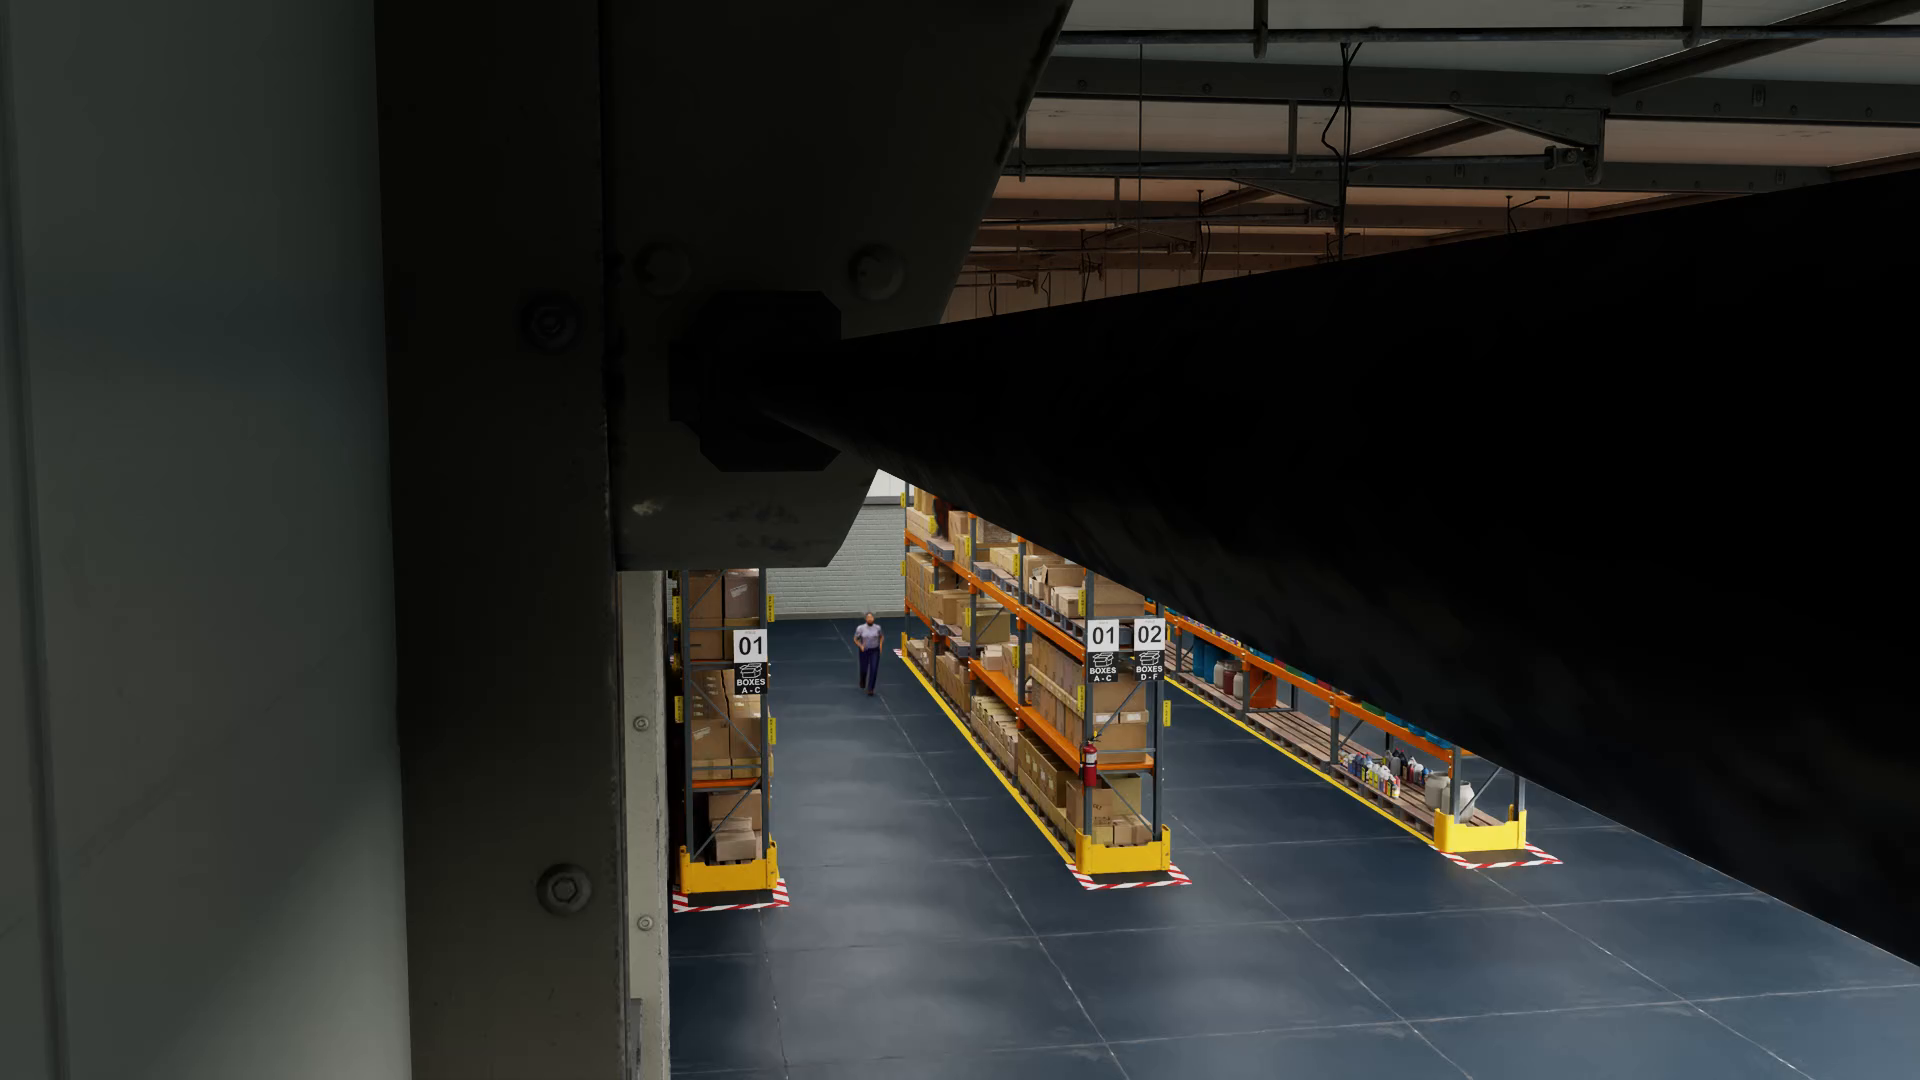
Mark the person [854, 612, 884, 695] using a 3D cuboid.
[{"bbox_3d":[-1.753,2.191,32.276,0.595,1.601,0.546,-1,6,-11],"label":"person"}]
